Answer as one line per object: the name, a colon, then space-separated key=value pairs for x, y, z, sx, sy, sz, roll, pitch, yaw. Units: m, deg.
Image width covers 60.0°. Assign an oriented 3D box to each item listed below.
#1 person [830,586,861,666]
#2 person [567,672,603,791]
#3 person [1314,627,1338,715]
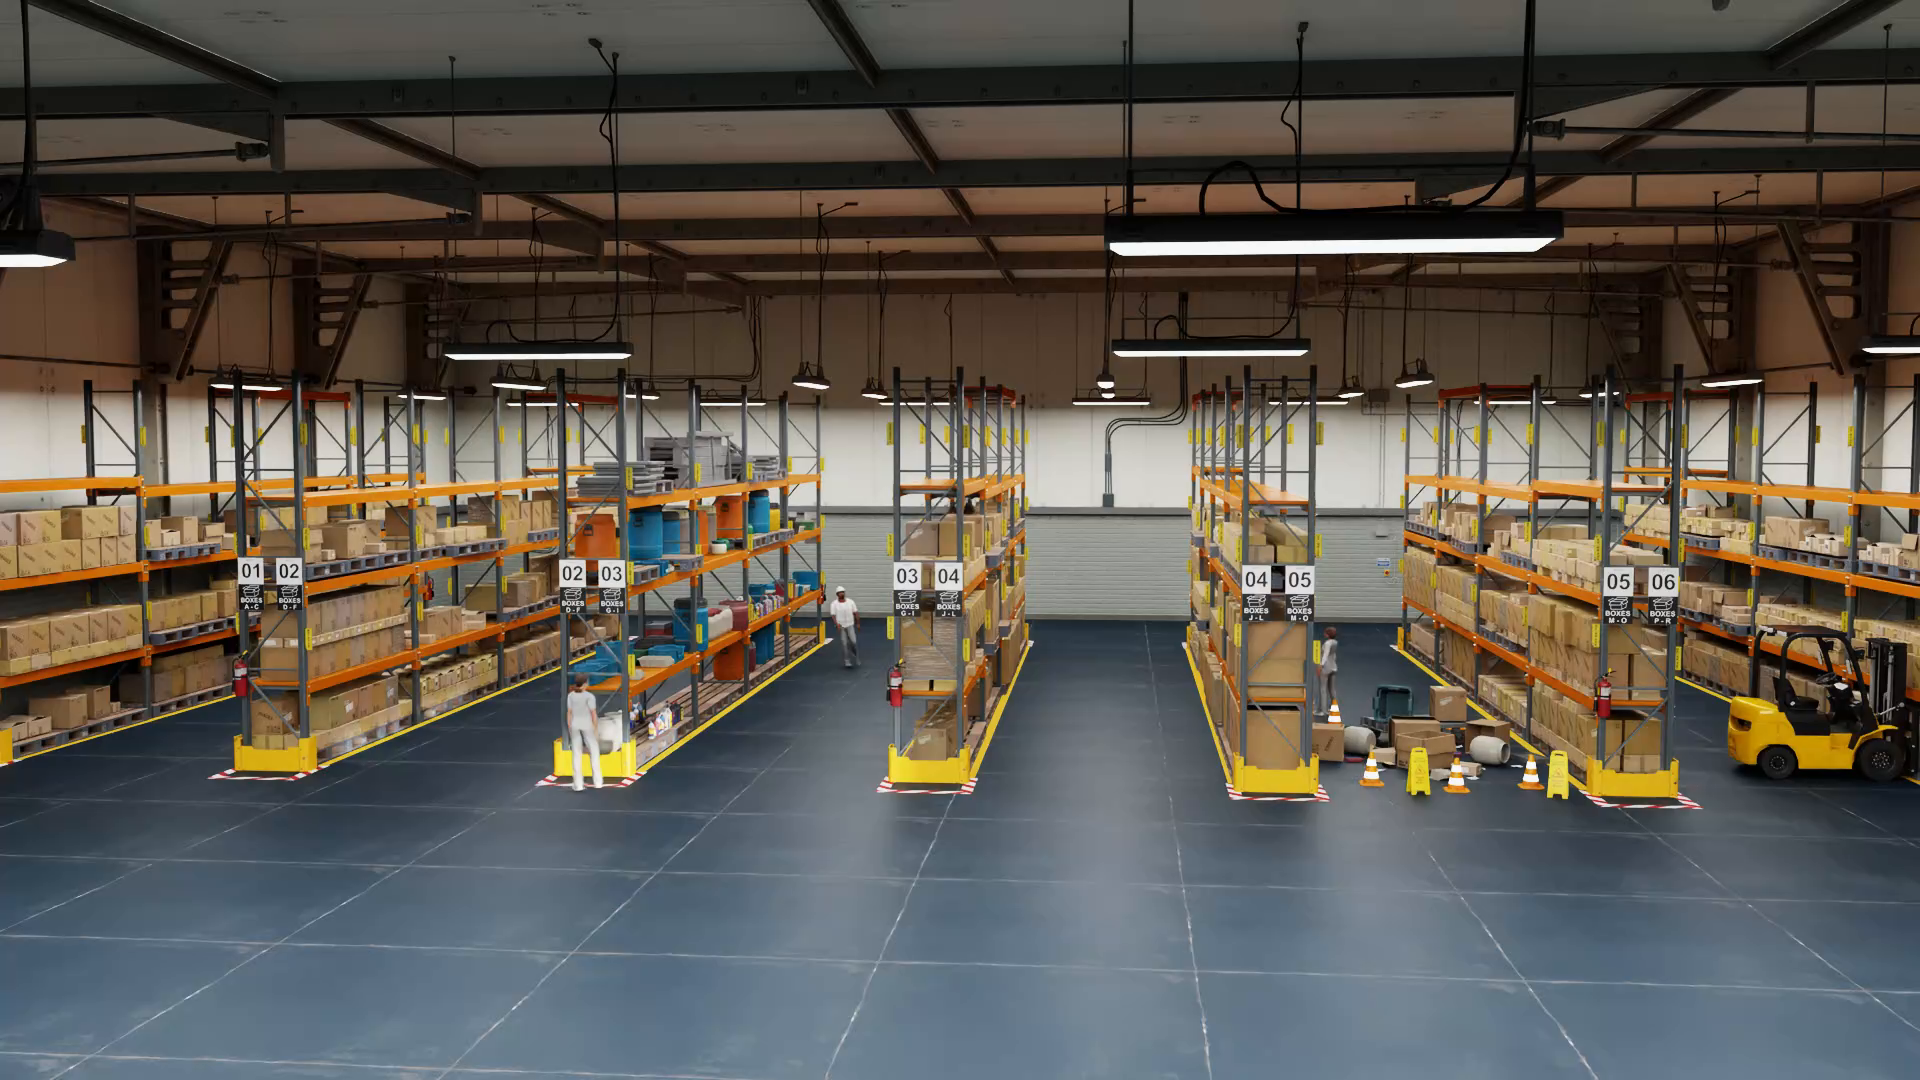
person: x=-2.456 y=1.875 z=35.947 sx=0.665 sy=1.743 sz=0.558 roll=-1 pitch=4 yaw=-13
person: x=-5.306 y=2.706 z=23.557 sx=0.473 sy=1.691 sz=0.493 roll=0 pitch=4 yaw=6
person: x=6.598 y=2.356 z=29.914 sx=0.496 sy=1.602 sz=0.331 roll=-3 pitch=5 yaw=-39
